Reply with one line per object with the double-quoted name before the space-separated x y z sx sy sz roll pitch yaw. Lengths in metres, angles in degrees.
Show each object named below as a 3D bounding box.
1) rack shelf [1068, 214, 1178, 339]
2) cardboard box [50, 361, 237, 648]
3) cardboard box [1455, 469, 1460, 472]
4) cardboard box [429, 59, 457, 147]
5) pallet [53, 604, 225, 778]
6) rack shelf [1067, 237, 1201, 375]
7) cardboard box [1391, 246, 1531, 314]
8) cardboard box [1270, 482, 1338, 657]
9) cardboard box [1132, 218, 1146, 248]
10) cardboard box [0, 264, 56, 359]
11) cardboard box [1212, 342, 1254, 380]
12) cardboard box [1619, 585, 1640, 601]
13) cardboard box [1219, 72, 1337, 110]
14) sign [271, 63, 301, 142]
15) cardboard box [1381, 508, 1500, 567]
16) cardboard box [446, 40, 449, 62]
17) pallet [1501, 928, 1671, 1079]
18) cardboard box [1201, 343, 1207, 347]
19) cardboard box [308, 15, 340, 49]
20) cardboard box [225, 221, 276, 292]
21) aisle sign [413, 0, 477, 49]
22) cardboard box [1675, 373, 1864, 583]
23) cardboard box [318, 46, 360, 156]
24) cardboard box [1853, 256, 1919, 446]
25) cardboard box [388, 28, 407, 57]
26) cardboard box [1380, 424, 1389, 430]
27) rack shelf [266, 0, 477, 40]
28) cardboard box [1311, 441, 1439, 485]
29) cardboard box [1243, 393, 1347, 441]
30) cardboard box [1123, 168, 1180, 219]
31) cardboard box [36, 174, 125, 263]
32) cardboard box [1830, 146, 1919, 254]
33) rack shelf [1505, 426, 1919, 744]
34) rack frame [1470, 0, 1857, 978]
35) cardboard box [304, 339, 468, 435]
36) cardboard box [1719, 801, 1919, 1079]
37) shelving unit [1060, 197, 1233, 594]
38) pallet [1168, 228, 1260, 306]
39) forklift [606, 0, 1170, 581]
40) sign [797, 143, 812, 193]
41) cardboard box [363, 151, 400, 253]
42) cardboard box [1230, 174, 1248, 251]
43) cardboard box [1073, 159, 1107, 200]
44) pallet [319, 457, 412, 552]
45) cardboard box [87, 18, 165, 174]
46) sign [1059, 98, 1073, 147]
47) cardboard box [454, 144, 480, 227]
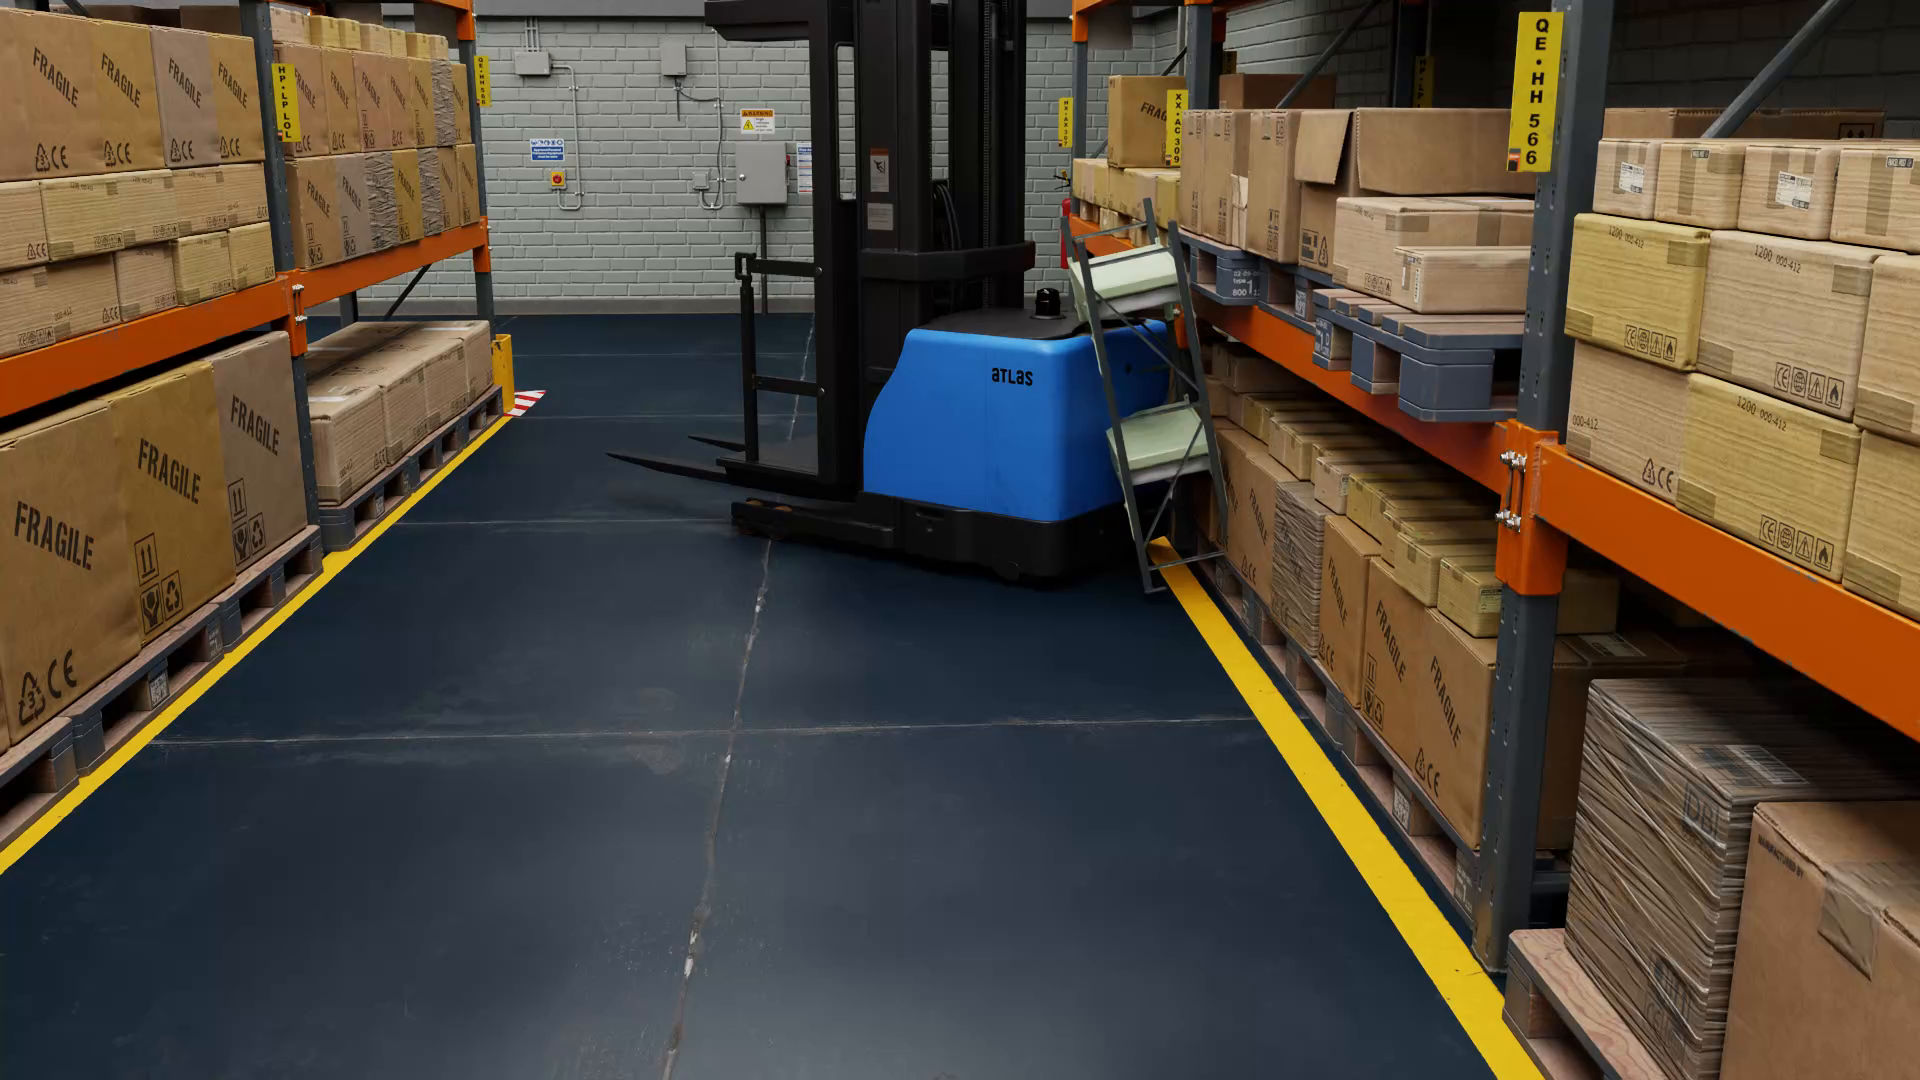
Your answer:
"rack shelf" 1.386 -1.576 9.574 1.077 0.370 4.000 -1 14 -3
"cardboard box" -3.262 -0.146 5.995 0.875 0.875 0.875 0 14 -2
"cardboard box" 1.903 -0.194 5.633 0.380 0.149 0.250 -1 14 -3
"cardboard box" -3.363 -2.631 10.024 0.500 0.500 0.500 -1 14 -3
"pallet" -3.242 0.496 5.674 1.003 0.211 1.213 -1 14 -3
"rack shelf" 0.715 -0.989 6.952 0.431 0.370 0.720 -12 18 2
"cardboard box" 1.334 -0.671 4.276 0.380 0.149 0.250 -1 14 -2
"cardboard box" 1.411 0.090 5.831 0.500 0.500 0.500 -1 14 -5
"cardboard box" 1.127 -1.638 8.876 0.380 0.149 0.250 -1 14 -4
"cardboard box" -3.052 -0.665 4.893 0.500 0.250 0.500 0 14 -2
"cardboard box" 1.327 -0.785 7.333 0.380 0.149 0.250 -1 14 -4
"cardboard box" 2.001 0.344 4.844 0.500 0.500 0.500 -1 14 -3
"cardboard box" 1.683 -2.236 8.895 0.500 0.500 0.500 -1 14 -5
"sign" -2.903 -1.882 7.157 0.100 0.325 0.005 -1 14 -3
"cardboard box" 1.454 0.009 4.844 0.380 0.149 0.250 -1 14 -5
"cardboard box" -3.470 -3.104 10.563 0.380 0.149 0.250 -1 14 -3
"pallet" 1.770 1.124 3.234 1.003 0.211 1.213 -1 14 -3
"cardboard box" 1.152 -0.914 9.734 0.500 0.500 0.500 -1 14 -2
"cardboard box" -3.249 -2.468 8.088 0.380 0.149 0.250 -1 14 -4
"cardboard box" -3.165 -1.169 6.850 0.500 0.250 0.500 -1 14 -5
"aisle sign" -3.387 -3.626 10.880 0.394 0.787 0.004 -1 14 -3
"cardboard box" 1.567 -0.120 2.773 0.500 0.250 0.500 -1 14 -5
"cardboard box" -3.257 -2.130 8.076 0.500 0.500 0.500 -1 14 -4
"cardboard box" 1.586 -0.232 2.207 0.500 0.250 0.500 -1 14 -5
"cardboard box" -3.336 -2.788 9.333 0.380 0.149 0.250 -1 14 -2
"cardboard box" 1.908 -0.458 6.657 0.380 0.149 0.250 -2 15 -6
"rack shelf" -3.568 -2.951 8.899 1.077 0.370 4.000 -1 14 -3
"cardboard box" 1.456 -0.250 5.849 0.380 0.149 0.250 -1 14 -3
"cardboard box" 1.388 -0.509 6.856 0.380 0.149 0.250 -2 15 -6
"cardboard box" 1.171 -1.869 8.977 0.500 0.250 0.500 -1 14 -4
"cardboard box" -3.049 -1.033 5.318 0.500 0.250 0.500 -1 14 -2
"cardboard box" 1.572 -0.516 2.509 0.380 0.149 0.250 -1 14 -3
"rack shelf" 1.882 0.414 1.841 1.077 0.370 4.000 -1 14 -3
"rack frame" 1.758 -0.432 3.685 1.000 3.000 0.127 -1 14 -3
"cardboard box" -3.486 -0.916 9.867 0.875 0.438 0.875 0 14 -2
"cardboard box" 1.831 0.833 2.694 0.875 0.625 0.625 0 14 -2
"shelving unit" 0.800 -0.629 7.075 0.431 1.500 0.755 -12 18 2
"pallet" 1.450 -1.133 6.796 1.003 0.211 1.213 -1 14 -3
"forklift" -0.500 -1.513 8.024 3.031 2.935 1.130 11 18 35
"sign" -1.479 -3.755 16.792 0.329 0.494 0.001 -1 14 -3
"cardboard box" -3.263 -1.767 8.674 0.500 0.500 0.500 -1 14 -3
"cardboard box" 1.213 -1.213 6.150 0.396 0.266 0.258 0 14 -1
"cardboard box" 1.021 -2.376 10.944 0.500 0.250 0.500 -1 14 -3
"pallet" -3.413 -0.189 8.337 1.003 0.211 1.213 -1 14 -3
"cardboard box" -3.114 -1.519 5.705 0.500 0.500 0.500 0 14 -2
"sign" 0.720 -2.832 11.277 0.100 0.325 0.005 -1 14 -3
"cardboard box" -3.398 -2.276 10.653 0.500 0.500 0.500 -1 14 -3
